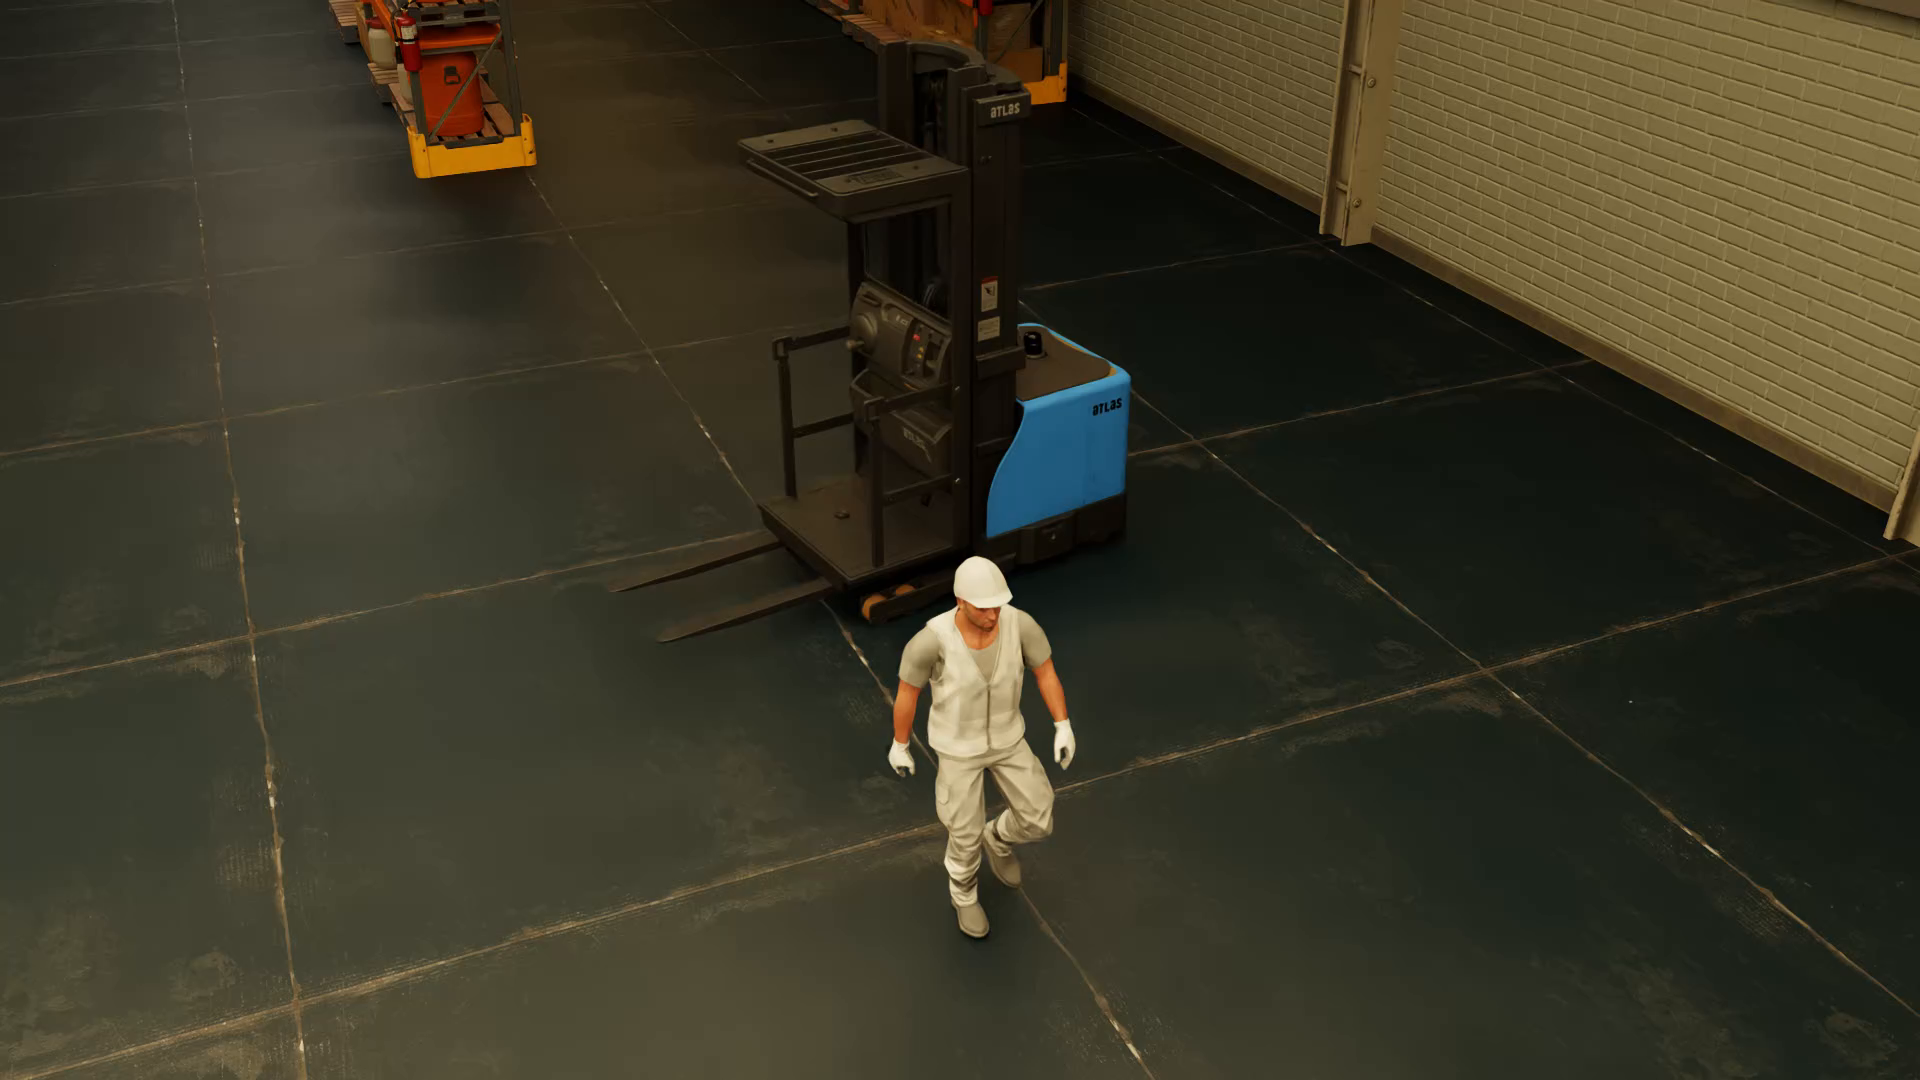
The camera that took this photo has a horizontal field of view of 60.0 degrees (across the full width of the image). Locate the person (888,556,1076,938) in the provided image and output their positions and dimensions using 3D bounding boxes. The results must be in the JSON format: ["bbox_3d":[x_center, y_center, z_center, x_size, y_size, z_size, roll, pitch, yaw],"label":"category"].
[{"bbox_3d":[0.098,0.841,6.824,0.735,1.766,0.485,-12,32,-19],"label":"person"}]

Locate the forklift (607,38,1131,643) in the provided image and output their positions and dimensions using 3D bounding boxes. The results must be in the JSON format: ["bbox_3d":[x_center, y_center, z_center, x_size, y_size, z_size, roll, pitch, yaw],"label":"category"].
[{"bbox_3d":[-0.504,-1.098,9.041,3.031,2.935,1.130,-18,35,-29],"label":"forklift"}]
